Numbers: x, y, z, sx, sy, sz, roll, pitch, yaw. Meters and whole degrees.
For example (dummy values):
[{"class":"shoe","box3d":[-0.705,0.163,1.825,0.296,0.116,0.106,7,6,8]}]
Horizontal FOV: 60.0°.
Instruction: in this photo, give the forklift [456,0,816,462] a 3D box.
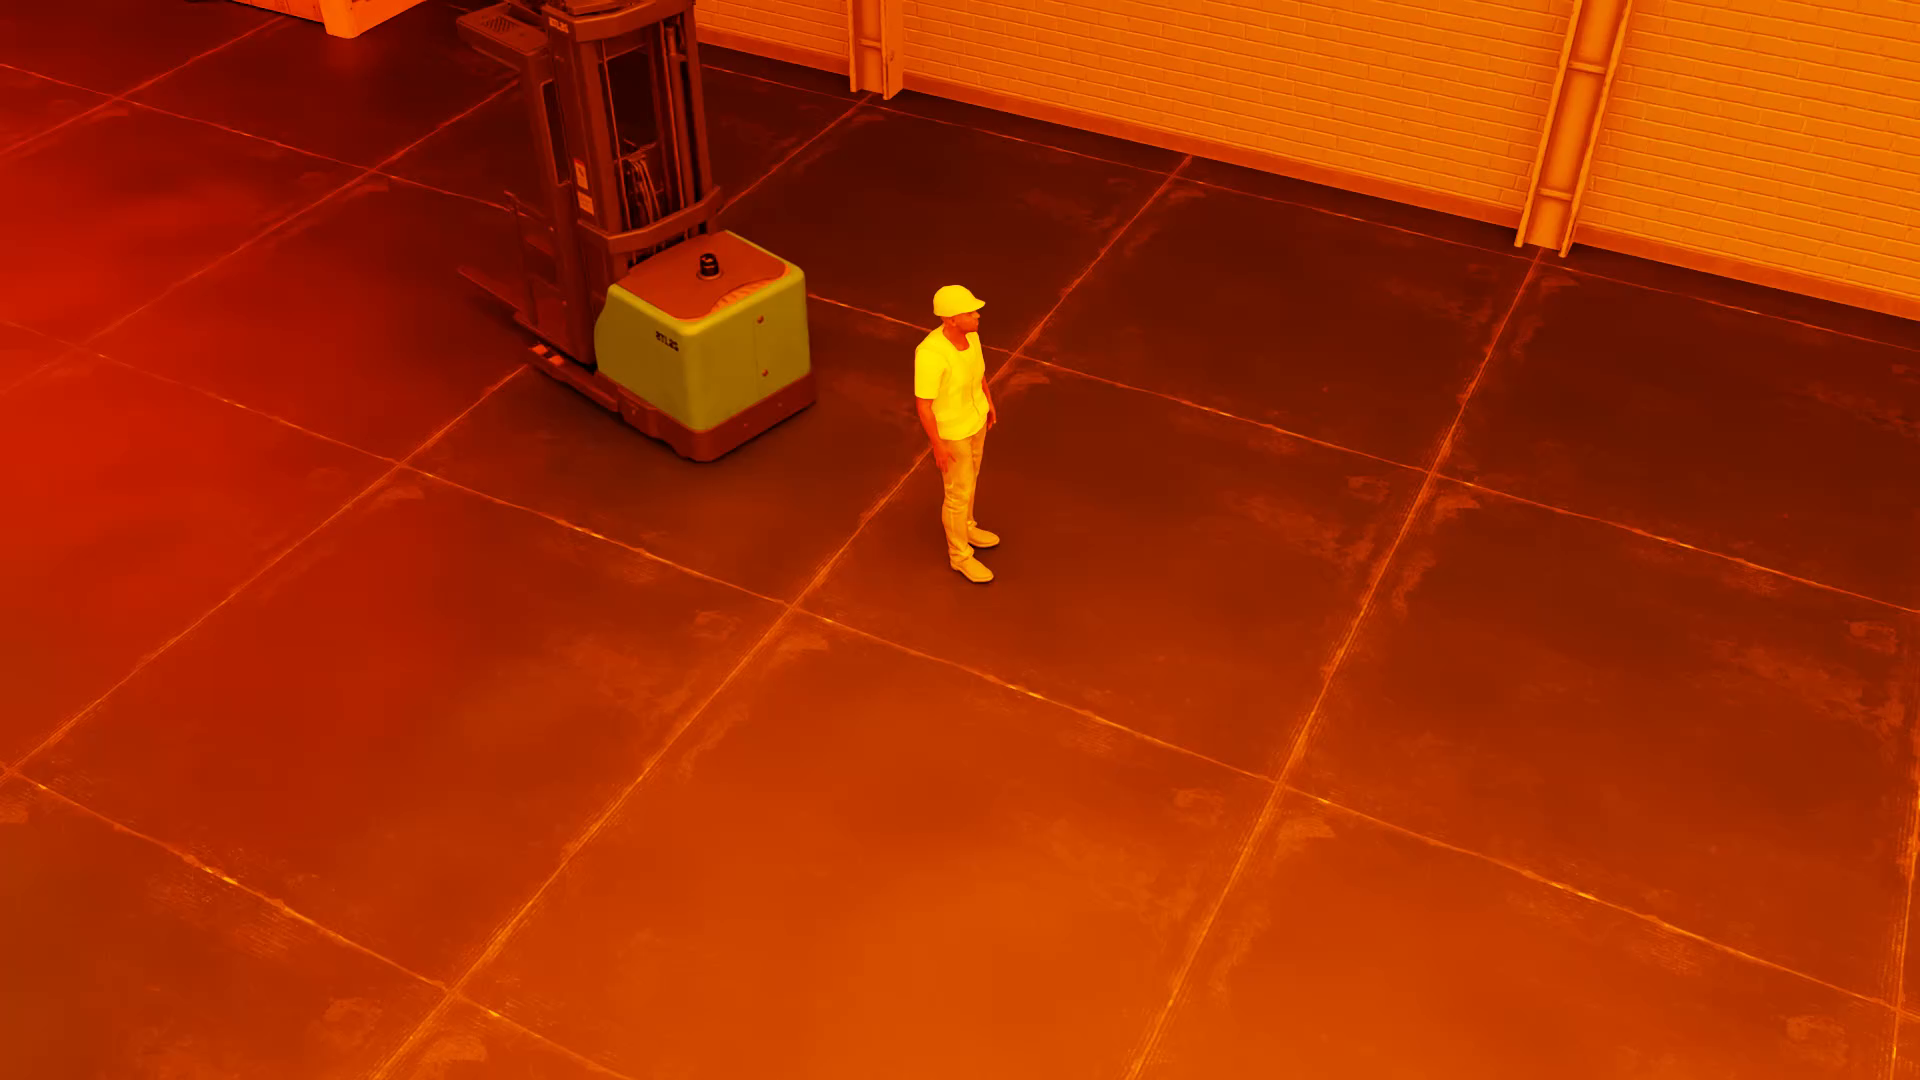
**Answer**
[{"class":"forklift","box3d":[-2.401,-2.455,10.902,3.031,2.935,1.130,31,49,32]}]

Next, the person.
[{"class":"person","box3d":[0.058,-0.657,9.659,0.577,1.765,0.665,18,43,21]}]
